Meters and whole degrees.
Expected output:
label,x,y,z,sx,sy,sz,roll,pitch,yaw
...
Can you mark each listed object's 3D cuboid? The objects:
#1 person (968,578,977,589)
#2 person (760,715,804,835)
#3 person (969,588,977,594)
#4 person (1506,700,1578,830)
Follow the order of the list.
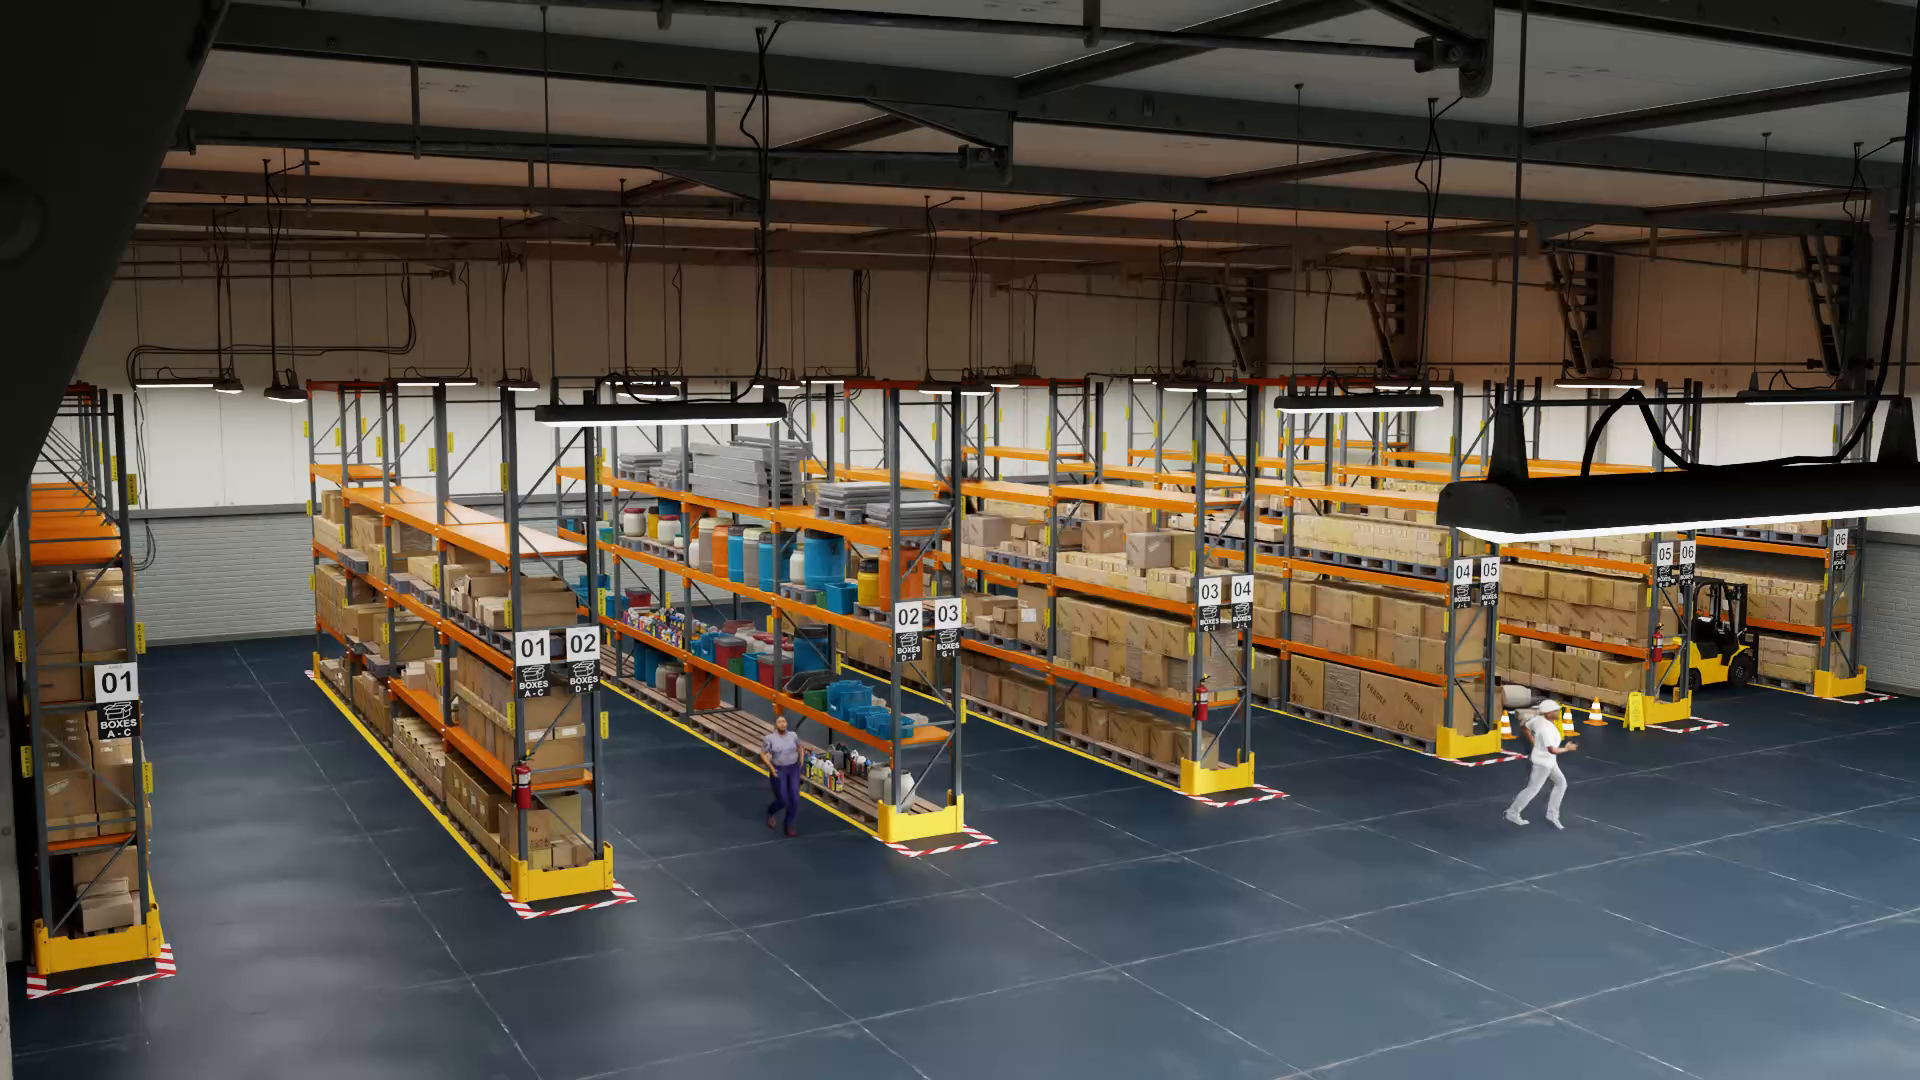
label,x,y,z,sx,sy,sz,roll,pitch,yaw
person,0.534,1.056,42.116,0.711,1.641,0.572,-4,7,-34
person,-2.342,3.161,22.458,0.601,1.584,0.540,-3,7,-24
person,0.269,1.767,35.016,0.522,1.557,0.811,-4,7,-33
person,7.907,3.059,22.612,0.895,1.816,0.710,2,6,16
